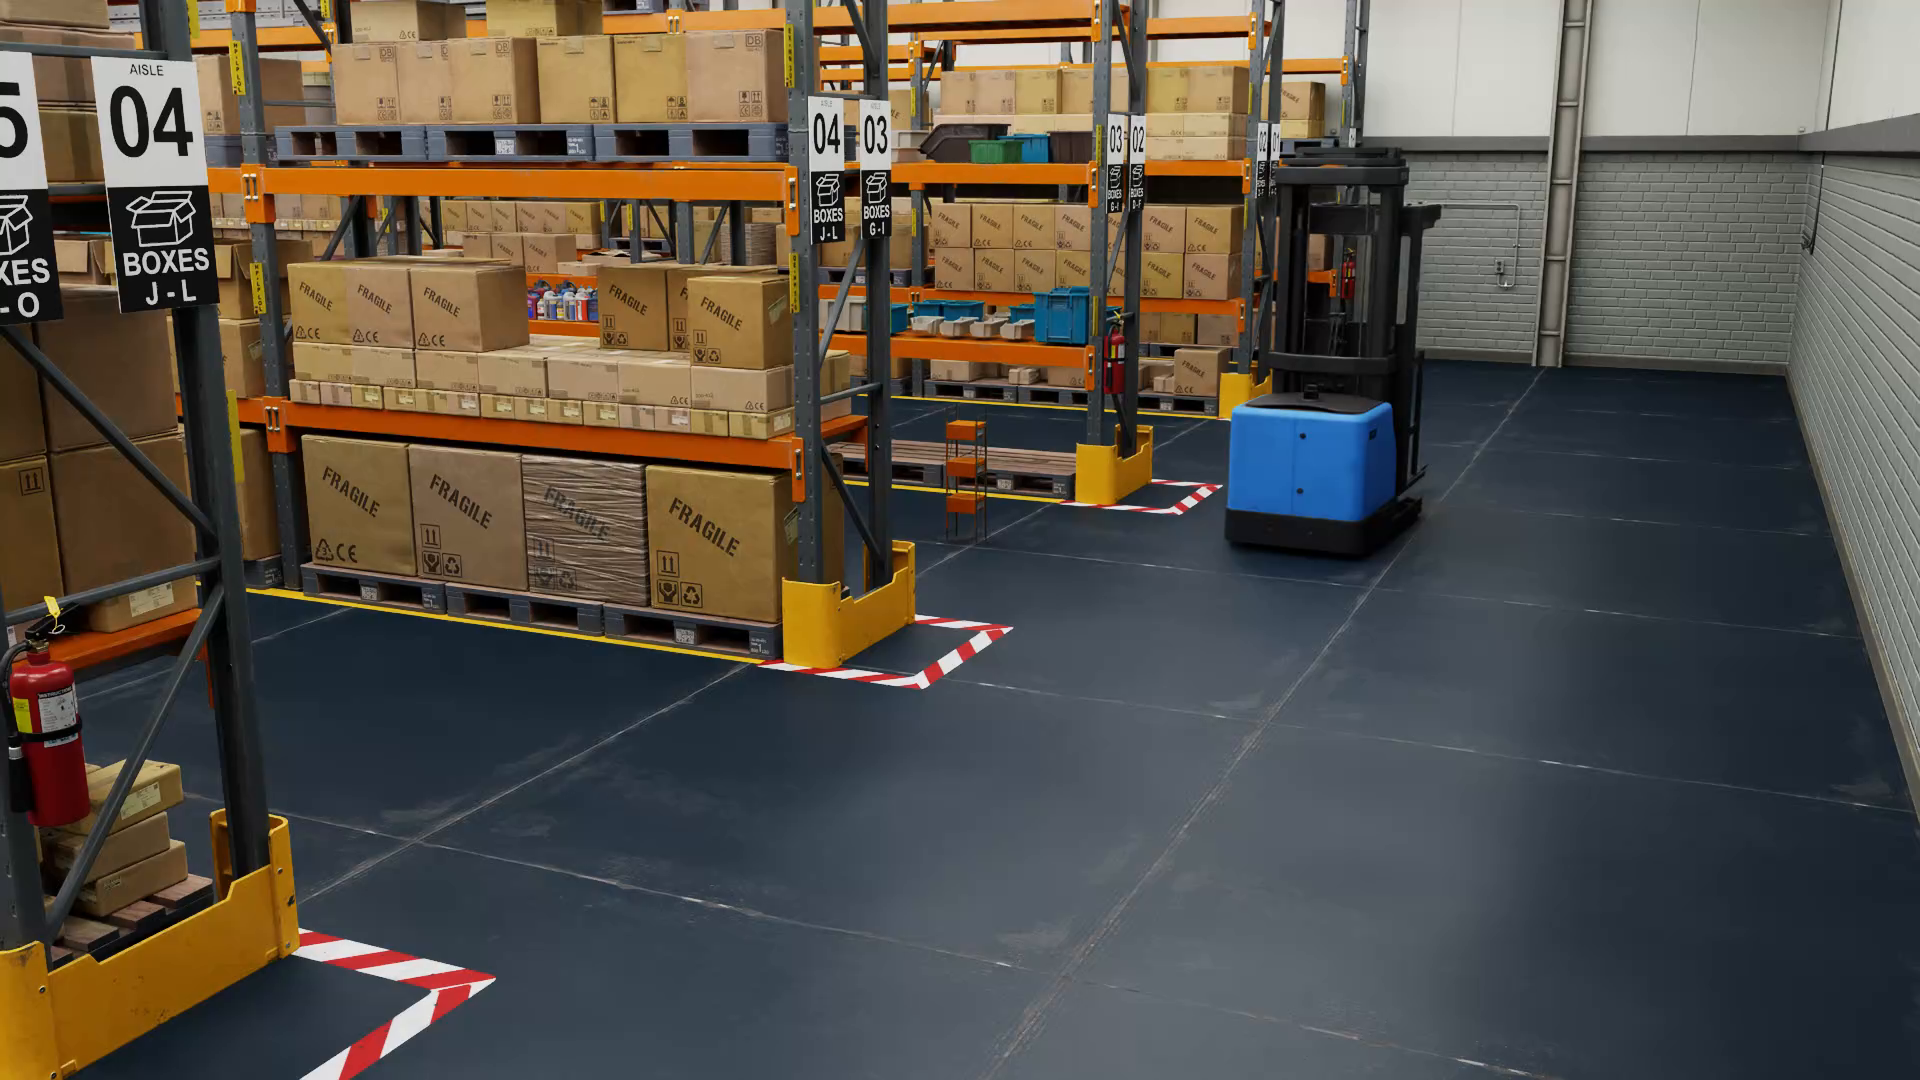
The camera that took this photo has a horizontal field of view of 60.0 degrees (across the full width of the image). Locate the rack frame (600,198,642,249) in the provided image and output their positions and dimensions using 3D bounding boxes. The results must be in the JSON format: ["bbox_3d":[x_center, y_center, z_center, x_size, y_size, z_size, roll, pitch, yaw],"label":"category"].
[{"bbox_3d":[-5.632,-5.065,27.773,0.127,3.000,1.000,6,14,23],"label":"rack frame"}]

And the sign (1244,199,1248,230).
[{"bbox_3d":[3.093,-3.523,17.976,0.005,0.325,0.100,6,14,23],"label":"sign"}]

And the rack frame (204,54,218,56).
[{"bbox_3d":[-11.293,-7.321,24.254,0.127,3.000,1.000,6,14,23],"label":"rack frame"}]

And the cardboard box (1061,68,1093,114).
[{"bbox_3d":[1.517,-5.113,19.005,0.500,0.500,0.700,6,14,23],"label":"cardboard box"}]

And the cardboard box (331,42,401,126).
[{"bbox_3d":[-3.597,-2.923,10.723,0.500,0.500,0.700,5,14,20],"label":"cardboard box"}]

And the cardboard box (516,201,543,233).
[{"bbox_3d":[-7.105,-5.440,28.014,0.500,0.500,0.500,5,14,22],"label":"cardboard box"}]

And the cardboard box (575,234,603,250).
[{"bbox_3d":[-6.188,-4.982,27.705,0.500,0.250,0.500,6,14,23],"label":"cardboard box"}]

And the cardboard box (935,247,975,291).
[{"bbox_3d":[0.035,-3.234,19.753,0.500,0.500,0.500,6,15,25],"label":"cardboard box"}]

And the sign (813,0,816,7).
[{"bbox_3d":[-2.186,-7.994,24.908,0.005,0.325,0.100,6,14,23],"label":"sign"}]

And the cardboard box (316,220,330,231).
[{"bbox_3d":[-8.900,-4.469,23.596,0.250,0.149,0.380,6,14,23],"label":"cardboard box"}]

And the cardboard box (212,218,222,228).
[{"bbox_3d":[-10.778,-4.659,24.406,0.250,0.149,0.380,5,14,22],"label":"cardboard box"}]

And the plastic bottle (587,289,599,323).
[{"bbox_3d":[-3.473,-2.265,15.950,0.185,0.351,0.144,6,14,23],"label":"plastic bottle"}]

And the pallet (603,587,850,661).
[{"bbox_3d":[-1.442,0.449,10.378,1.213,0.211,1.003,6,14,23],"label":"pallet"}]

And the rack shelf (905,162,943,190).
[{"bbox_3d":[-2.150,-4.585,20.736,4.000,0.370,1.077,6,14,23],"label":"rack shelf"}]

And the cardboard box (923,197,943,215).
[{"bbox_3d":[-0.245,-5.026,25.053,0.500,0.250,0.500,5,14,22],"label":"cardboard box"}]

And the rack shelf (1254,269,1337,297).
[{"bbox_3d":[3.511,-3.789,23.912,4.000,0.370,1.077,6,14,23],"label":"rack shelf"}]

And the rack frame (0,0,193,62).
[{"bbox_3d":[-2.781,-2.745,4.754,0.127,3.000,1.000,6,14,23],"label":"rack frame"}]

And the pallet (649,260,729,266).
[{"bbox_3d":[-3.330,-3.518,21.602,1.003,0.211,1.213,6,14,23],"label":"pallet"}]

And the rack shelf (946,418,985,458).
[{"bbox_3d":[0.049,-0.772,12.551,0.240,0.259,0.215,6,14,23],"label":"rack shelf"}]

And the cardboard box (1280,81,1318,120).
[{"bbox_3d":[4.560,-5.971,22.616,0.500,0.500,0.500,6,14,23],"label":"cardboard box"}]

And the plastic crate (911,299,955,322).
[{"bbox_3d":[-0.244,-2.074,15.263,0.300,0.233,0.416,6,14,23],"label":"plastic crate"}]

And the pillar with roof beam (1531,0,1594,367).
[{"bbox_3d":[6.415,-5.907,18.229,0.400,9.000,9.100,6,14,23],"label":"pillar with roof beam"}]

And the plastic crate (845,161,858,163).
[{"bbox_3d":[-1.014,-3.549,15.325,0.466,0.136,0.293,6,14,23],"label":"plastic crate"}]

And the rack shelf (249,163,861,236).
[{"bbox_3d":[-2.508,-2.146,10.342,4.000,0.370,1.077,6,14,23],"label":"rack shelf"}]

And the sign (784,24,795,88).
[{"bbox_3d":[-0.912,-2.592,8.902,0.005,0.325,0.100,6,14,23],"label":"sign"}]

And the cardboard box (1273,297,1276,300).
[{"bbox_3d":[4.391,-3.379,23.720,0.250,0.149,0.380,6,14,23],"label":"cardboard box"}]

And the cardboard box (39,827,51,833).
[{"bbox_3d":[-3.384,1.075,6.276,0.250,0.149,0.380,6,14,23],"label":"cardboard box"}]

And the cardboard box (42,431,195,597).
[{"bbox_3d":[-3.080,-0.117,5.817,0.500,0.500,0.500,7,15,26],"label":"cardboard box"}]

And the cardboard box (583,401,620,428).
[{"bbox_3d":[-2.073,-0.787,10.092,0.250,0.149,0.380,5,14,22],"label":"cardboard box"}]

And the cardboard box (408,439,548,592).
[{"bbox_3d":[-2.943,-0.230,10.900,0.875,0.875,0.875,6,14,23],"label":"cardboard box"}]

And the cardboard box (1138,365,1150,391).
[{"bbox_3d":[1.883,-1.888,19.291,0.500,0.250,0.500,6,14,23],"label":"cardboard box"}]

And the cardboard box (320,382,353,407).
[{"bbox_3d":[-3.961,-0.977,10.904,0.250,0.149,0.380,5,14,21],"label":"cardboard box"}]

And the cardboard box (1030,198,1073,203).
[{"bbox_3d":[1.367,-4.990,24.899,0.500,0.250,0.500,6,15,25],"label":"cardboard box"}]

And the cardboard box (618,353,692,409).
[{"bbox_3d":[-1.694,-0.959,9.953,0.500,0.250,0.500,6,14,22],"label":"cardboard box"}]

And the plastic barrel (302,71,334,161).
[{"bbox_3d":[-6.651,-4.451,17.495,0.600,0.901,0.600,0,13,0],"label":"plastic barrel"}]

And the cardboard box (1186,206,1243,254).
[{"bbox_3d":[2.818,-3.439,18.436,0.500,0.500,0.500,6,14,23],"label":"cardboard box"}]

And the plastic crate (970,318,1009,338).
[{"bbox_3d":[0.248,-1.854,14.534,0.243,0.136,0.396,6,14,23],"label":"plastic crate"}]

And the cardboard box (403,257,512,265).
[{"bbox_3d":[-3.352,-1.624,11.144,0.500,0.500,0.500,6,14,24],"label":"cardboard box"}]

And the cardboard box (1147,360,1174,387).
[{"bbox_3d":[2.497,-1.951,19.558,0.500,0.250,0.500,6,14,23],"label":"cardboard box"}]

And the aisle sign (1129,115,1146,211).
[{"bbox_3d":[1.513,-3.206,14.162,0.004,0.787,0.394,6,14,23],"label":"aisle sign"}]

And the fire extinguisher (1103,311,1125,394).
[{"bbox_3d":[1.280,-1.557,13.810,0.183,0.674,0.296,6,14,23],"label":"fire extinguisher"}]

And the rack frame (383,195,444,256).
[{"bbox_3d":[-7.635,-4.030,23.362,0.127,3.000,1.000,6,14,23],"label":"rack frame"}]

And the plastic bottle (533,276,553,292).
[{"bbox_3d":[-4.272,-2.524,17.053,0.185,0.351,0.144,6,14,23],"label":"plastic bottle"}]

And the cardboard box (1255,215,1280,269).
[{"bbox_3d":[4.199,-4.211,23.476,0.700,0.700,0.980,6,14,23],"label":"cardboard box"}]

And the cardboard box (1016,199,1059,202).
[{"bbox_3d":[1.151,-4.883,24.442,0.500,0.250,0.500,6,15,25],"label":"cardboard box"}]

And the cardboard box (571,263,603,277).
[{"bbox_3d":[-4.912,-3.563,21.923,0.250,0.149,0.380,6,14,23],"label":"cardboard box"}]

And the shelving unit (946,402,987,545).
[{"bbox_3d":[0.049,-0.506,12.614,0.252,1.050,0.215,6,14,23],"label":"shelving unit"}]

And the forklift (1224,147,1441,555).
[{"bbox_3d":[3.111,-1.608,13.192,1.130,2.935,3.031,7,15,27],"label":"forklift"}]

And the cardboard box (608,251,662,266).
[{"bbox_3d":[-4.293,-3.659,21.978,0.500,0.311,0.500,7,15,27],"label":"cardboard box"}]

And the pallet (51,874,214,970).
[{"bbox_3d":[-3.579,1.444,6.139,1.213,0.211,1.003,6,14,23],"label":"pallet"}]

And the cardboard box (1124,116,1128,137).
[{"bbox_3d":[1.850,-4.638,18.621,0.500,0.250,0.500,6,14,23],"label":"cardboard box"}]

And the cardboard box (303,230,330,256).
[{"bbox_3d":[-8.986,-4.213,23.924,0.500,0.500,0.700,6,14,24],"label":"cardboard box"}]

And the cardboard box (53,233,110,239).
[{"bbox_3d":[-6.737,-1.996,12.281,0.637,0.503,0.797,6,15,25],"label":"cardboard box"}]

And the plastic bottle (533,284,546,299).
[{"bbox_3d":[-4.290,-2.467,16.959,0.133,0.283,0.061,6,14,23],"label":"plastic bottle"}]

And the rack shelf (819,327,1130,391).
[{"bbox_3d":[-0.502,-1.720,15.094,4.000,0.370,1.077,6,14,23],"label":"rack shelf"}]
